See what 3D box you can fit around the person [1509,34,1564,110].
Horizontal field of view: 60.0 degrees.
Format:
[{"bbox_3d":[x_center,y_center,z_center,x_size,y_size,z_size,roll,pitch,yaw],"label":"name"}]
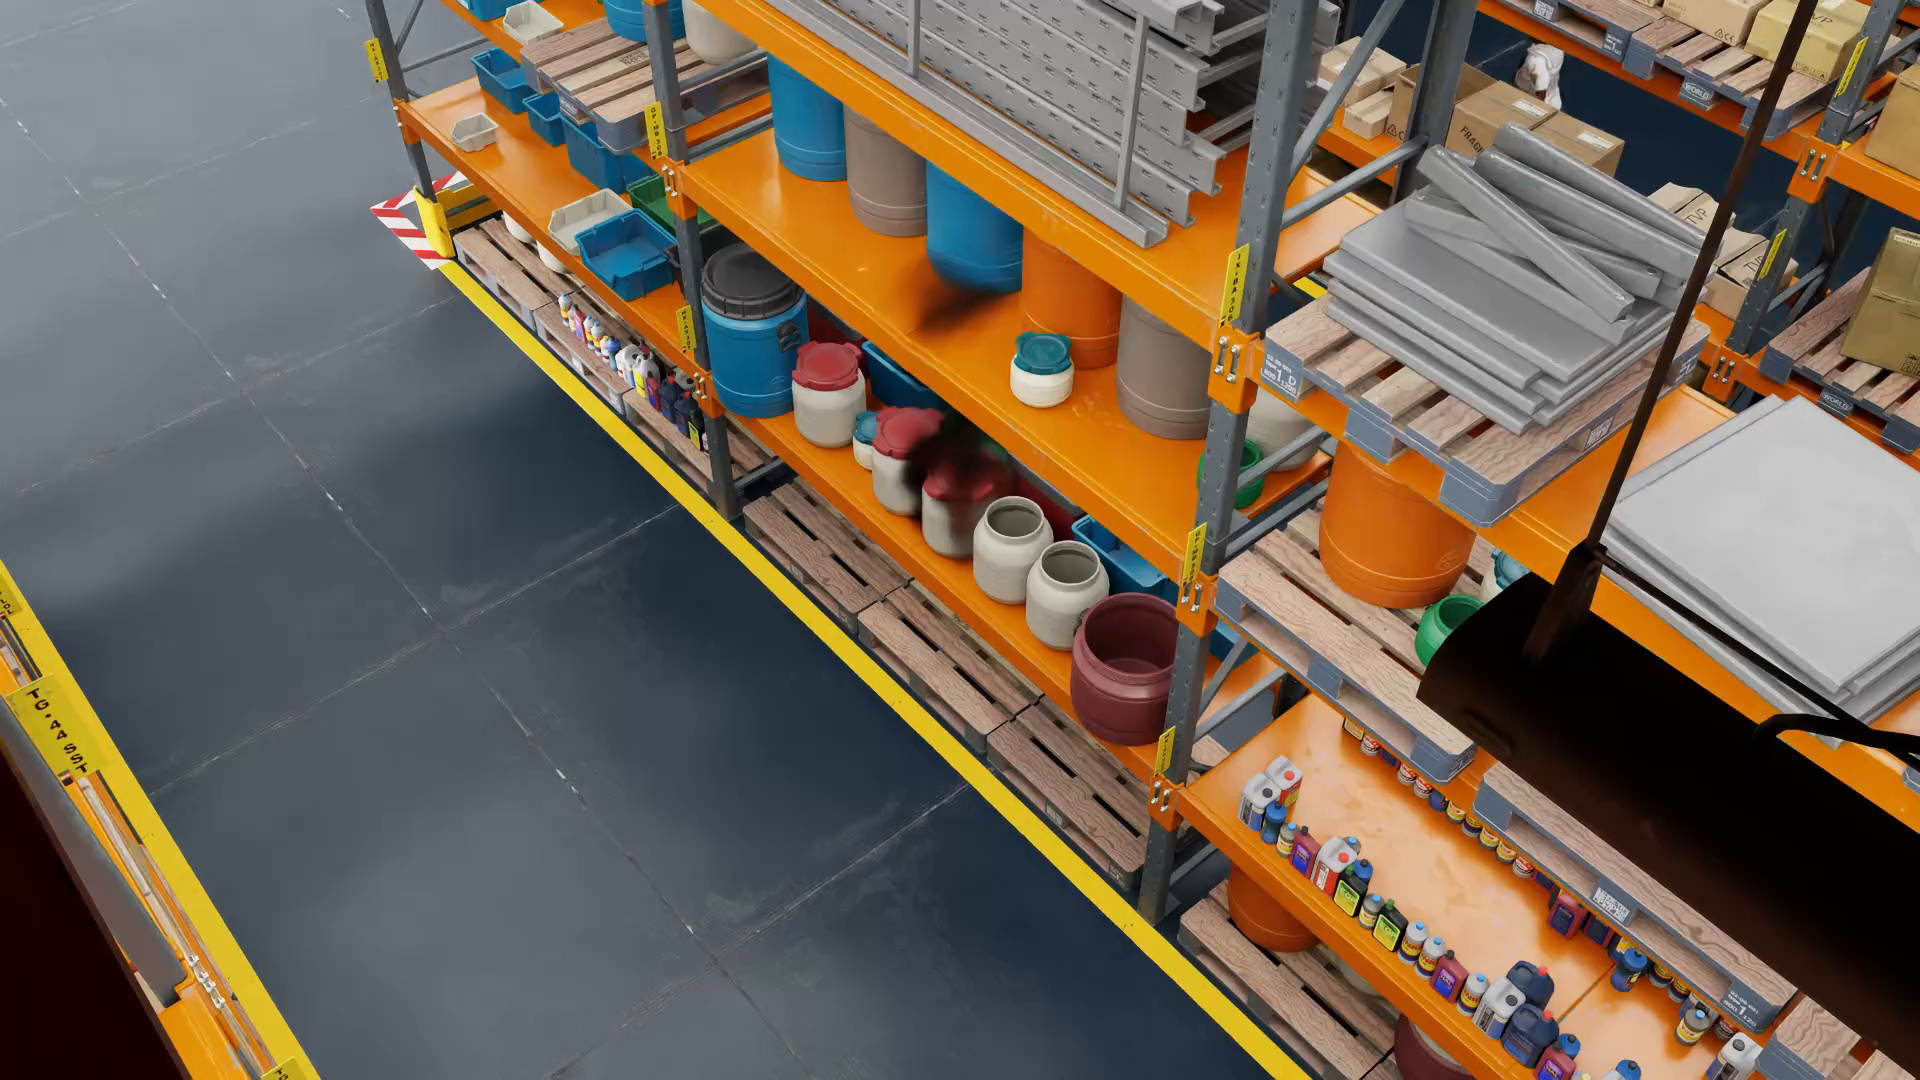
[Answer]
[{"bbox_3d":[4.564,-3.350,13.057,0.723,1.635,0.570,32,54,26],"label":"person"}]
